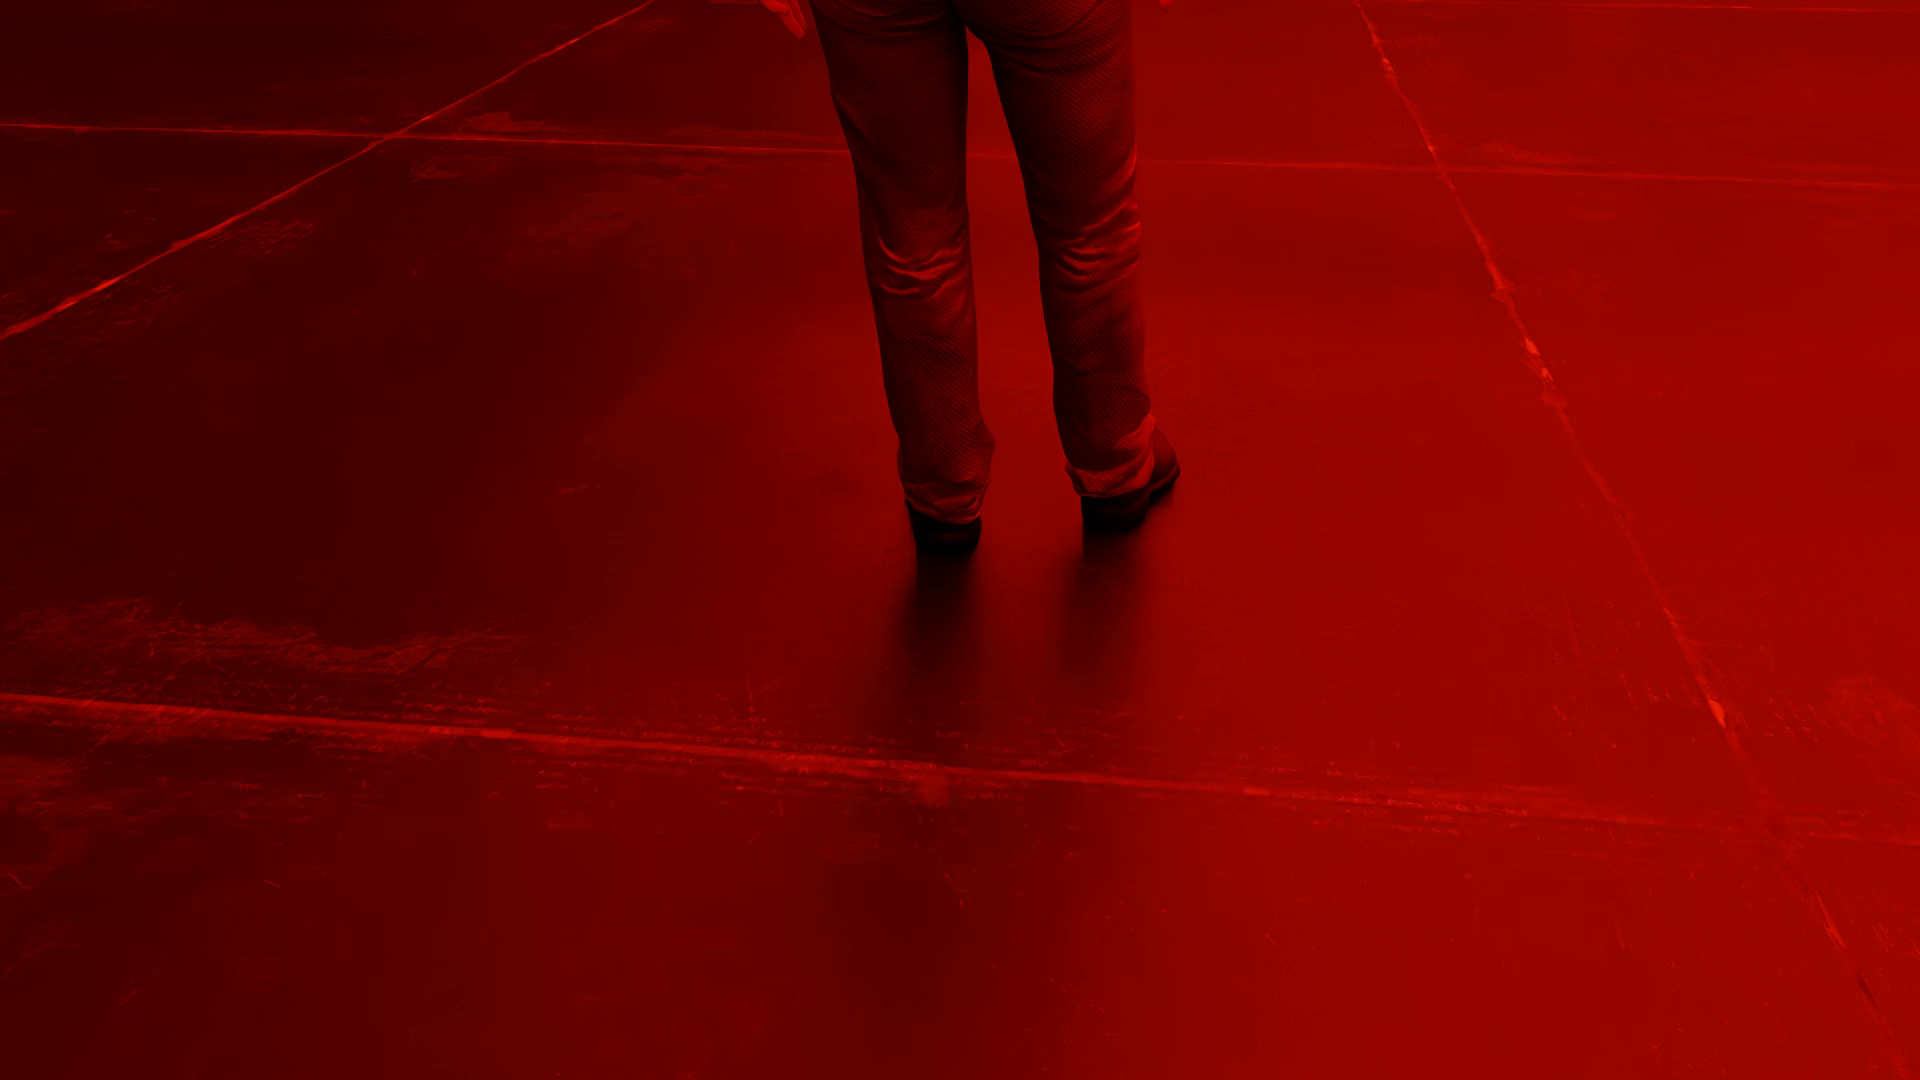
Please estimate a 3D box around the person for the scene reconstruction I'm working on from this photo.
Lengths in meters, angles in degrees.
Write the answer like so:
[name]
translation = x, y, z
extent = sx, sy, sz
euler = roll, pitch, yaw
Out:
[person]
translation = 0.016, -0.804, 2.166
extent = 0.632, 1.720, 0.568
euler = 3, 27, 7
